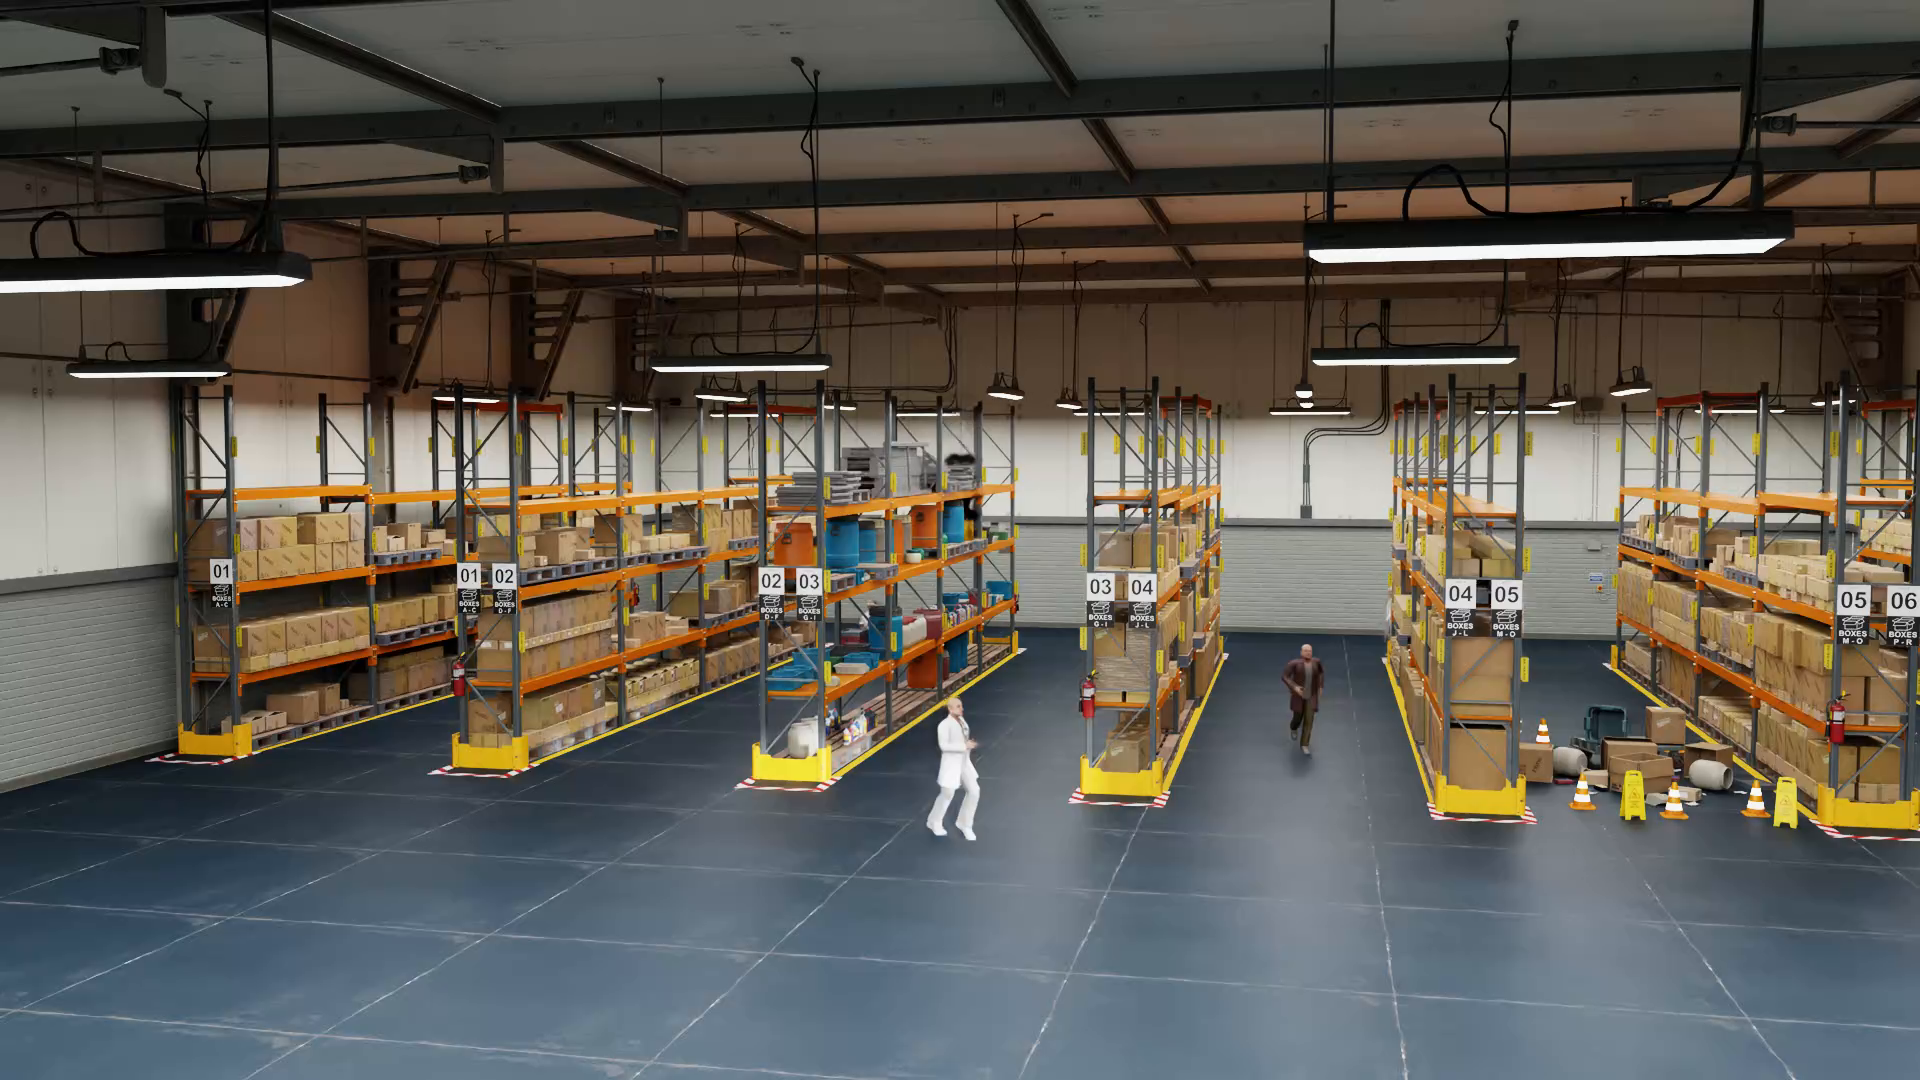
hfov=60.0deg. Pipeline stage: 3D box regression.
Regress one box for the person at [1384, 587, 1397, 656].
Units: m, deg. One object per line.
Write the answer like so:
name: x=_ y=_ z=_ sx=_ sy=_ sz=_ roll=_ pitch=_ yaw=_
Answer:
person: x=10.408 y=1.937 z=39.660 sx=0.620 sy=1.734 sz=0.733 roll=1 pitch=3 yaw=22

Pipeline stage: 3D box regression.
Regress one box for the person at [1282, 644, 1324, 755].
person: x=5.674 y=2.594 z=27.457 sx=0.736 sy=1.769 sz=1.003 roll=0 pitch=3 yaw=-4

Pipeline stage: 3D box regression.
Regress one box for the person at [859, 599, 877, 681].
person: x=-1.901 y=2.152 z=35.892 sx=0.542 sy=1.757 sz=0.753 roll=1 pitch=3 yaw=16

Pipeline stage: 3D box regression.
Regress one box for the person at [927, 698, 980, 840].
person: x=-0.073 y=2.932 z=21.196 sx=0.840 sy=1.856 sz=0.708 roll=3 pitch=4 yaw=38

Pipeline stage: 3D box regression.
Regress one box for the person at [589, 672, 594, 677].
person: x=-7.807 y=2.332 z=34.139 sx=0.618 sy=1.544 sz=0.719 roll=1 pitch=3 yaw=14
